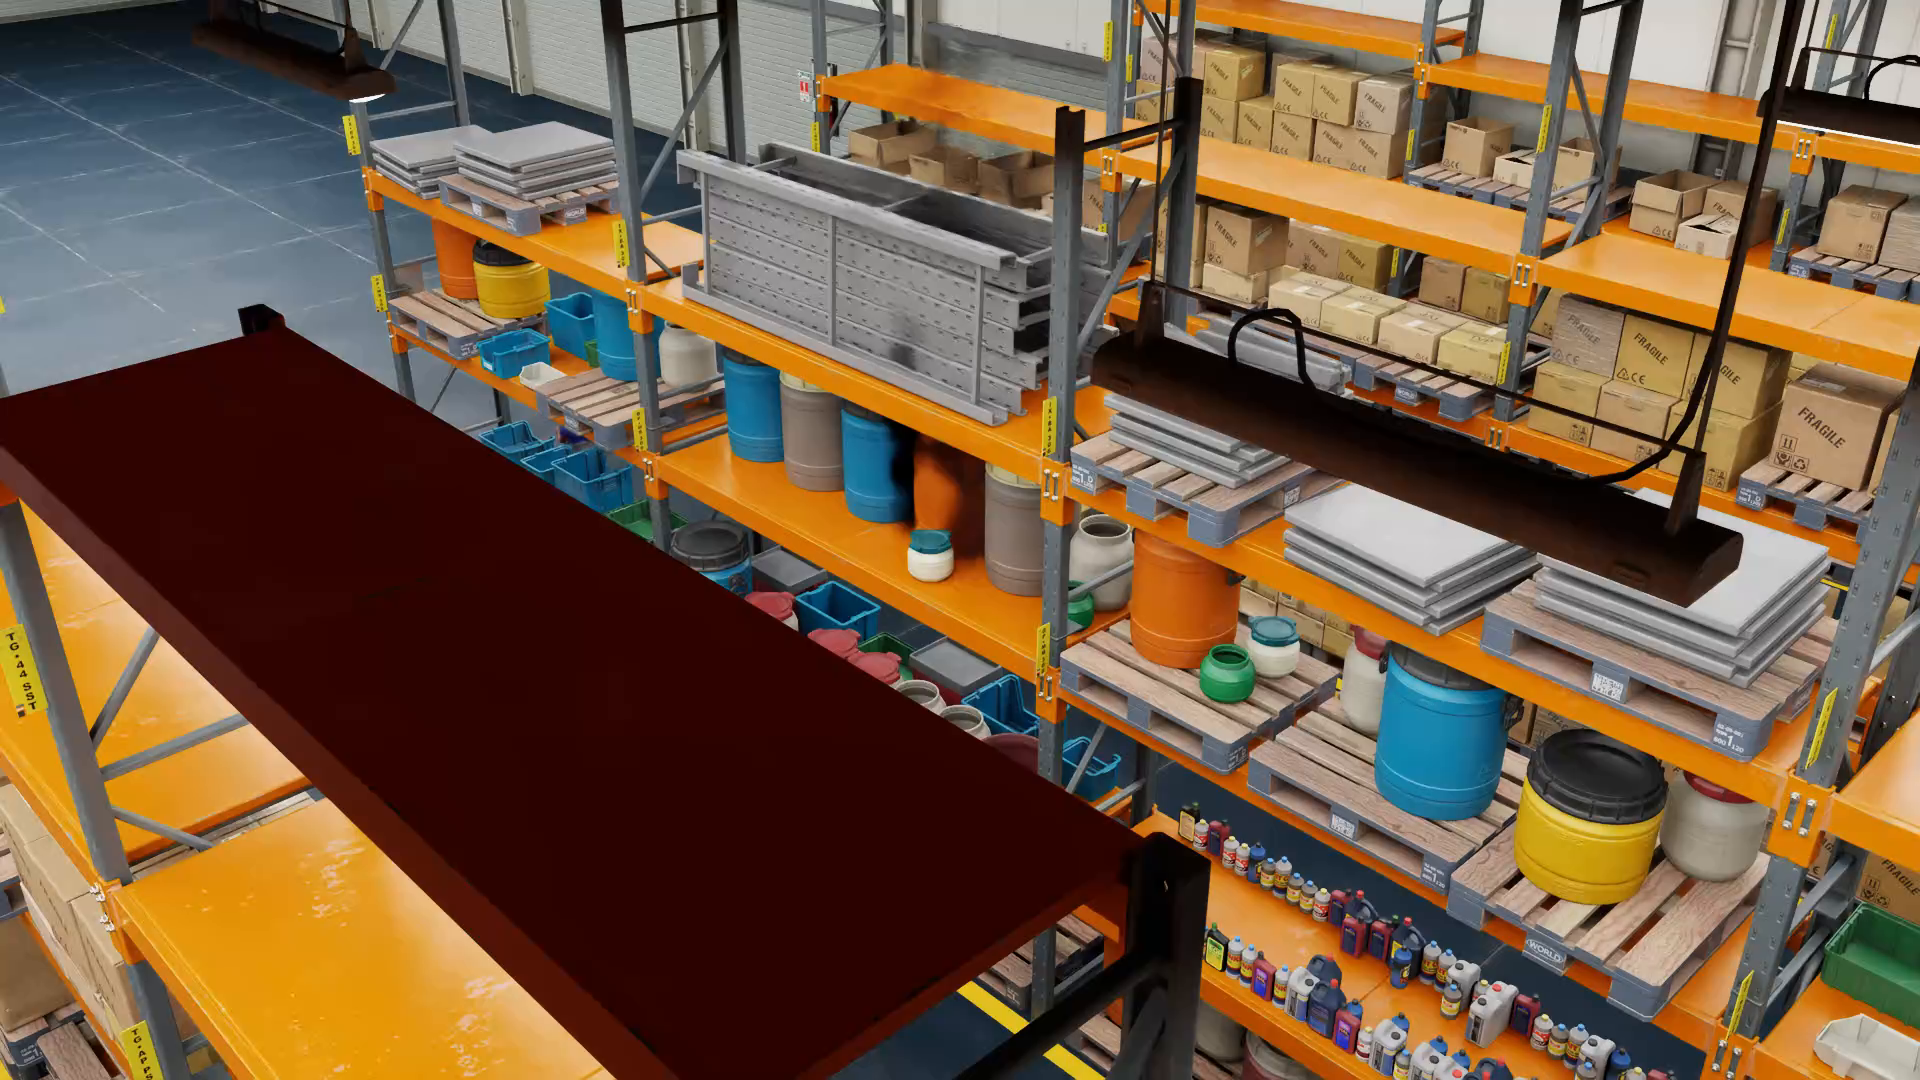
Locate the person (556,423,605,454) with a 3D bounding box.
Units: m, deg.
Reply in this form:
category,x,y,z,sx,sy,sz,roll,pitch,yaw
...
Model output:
category,x,y,z,sx,sy,sz,roll,pitch,yaw
person,-3.725,-0.812,16.687,0.775,1.688,0.585,16,32,27
